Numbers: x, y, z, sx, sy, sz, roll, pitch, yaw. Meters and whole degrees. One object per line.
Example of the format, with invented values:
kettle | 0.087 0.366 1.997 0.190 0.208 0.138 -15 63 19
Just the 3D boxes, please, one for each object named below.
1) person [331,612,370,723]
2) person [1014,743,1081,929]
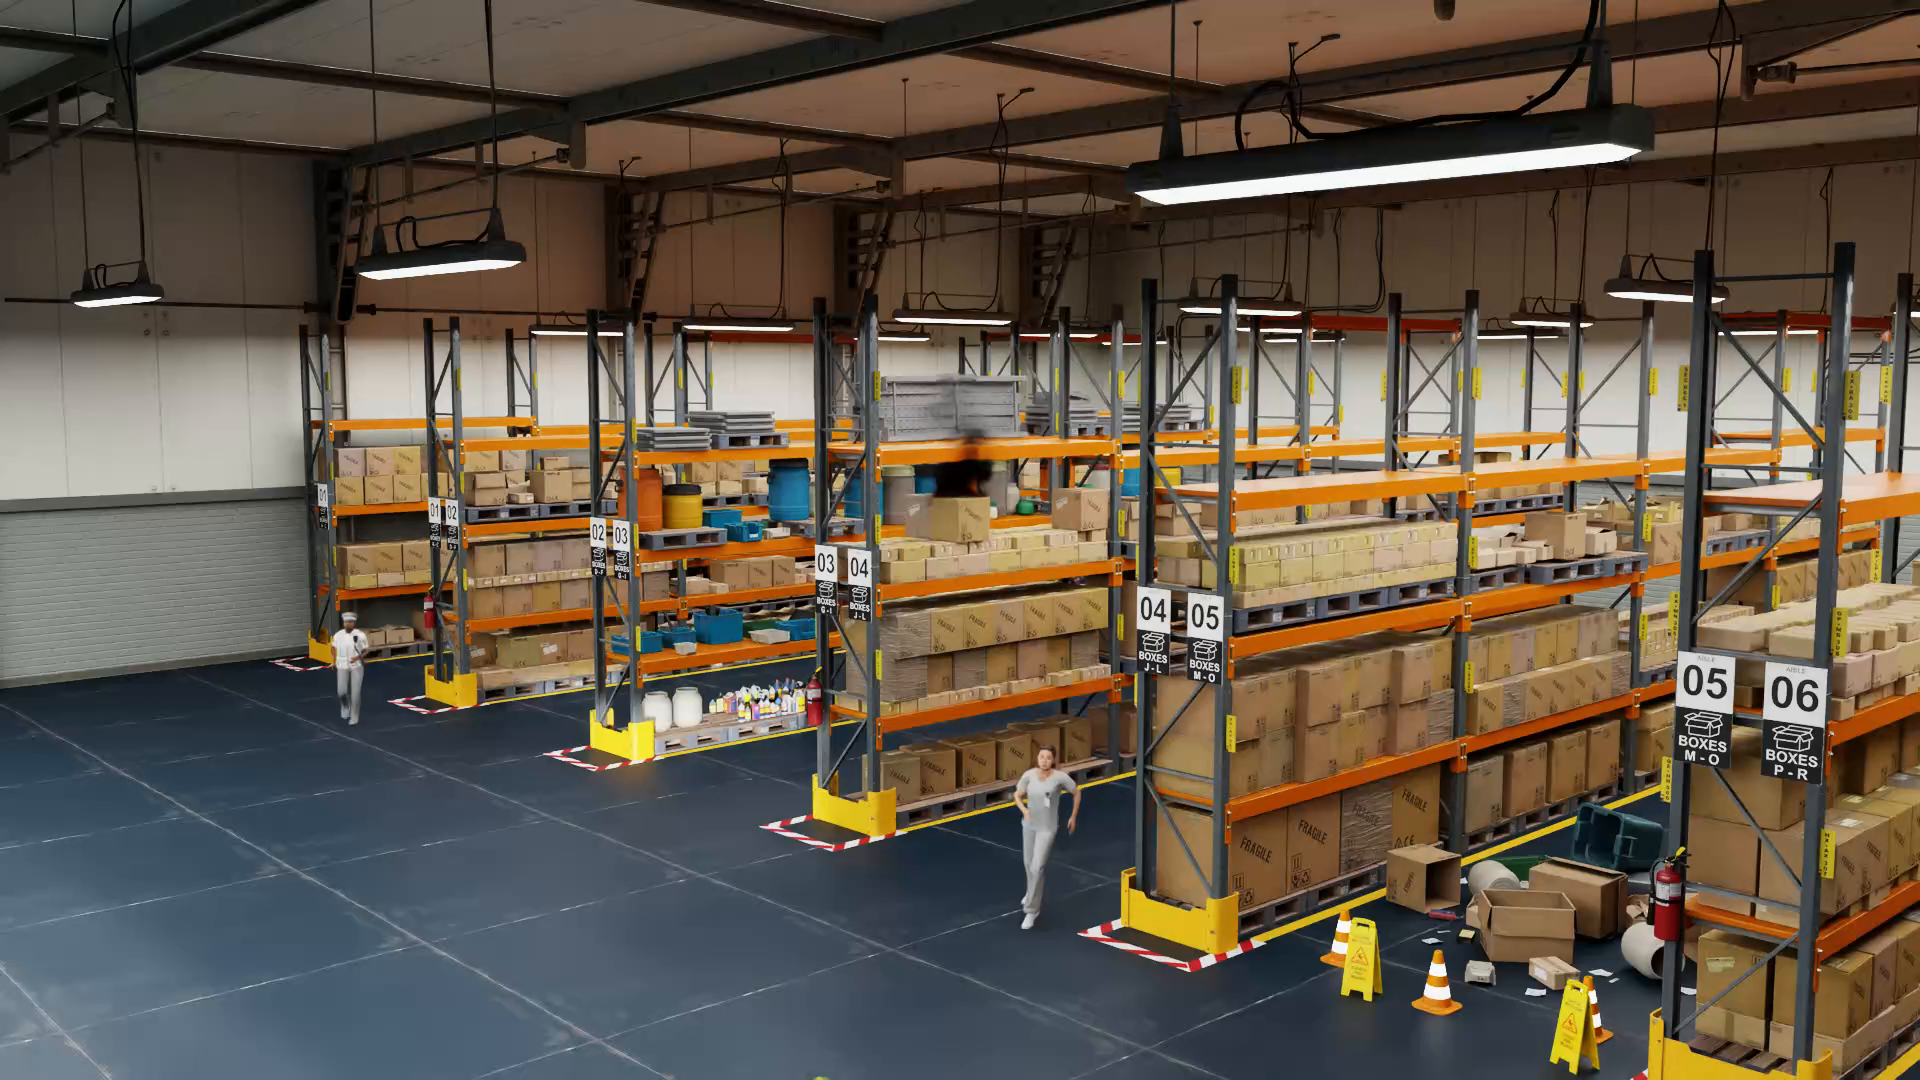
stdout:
person | -8.957 1.880 24.368 0.549 1.664 0.559 -1 6 -12
person | 0.804 2.760 15.713 0.612 1.729 0.773 2 6 23
